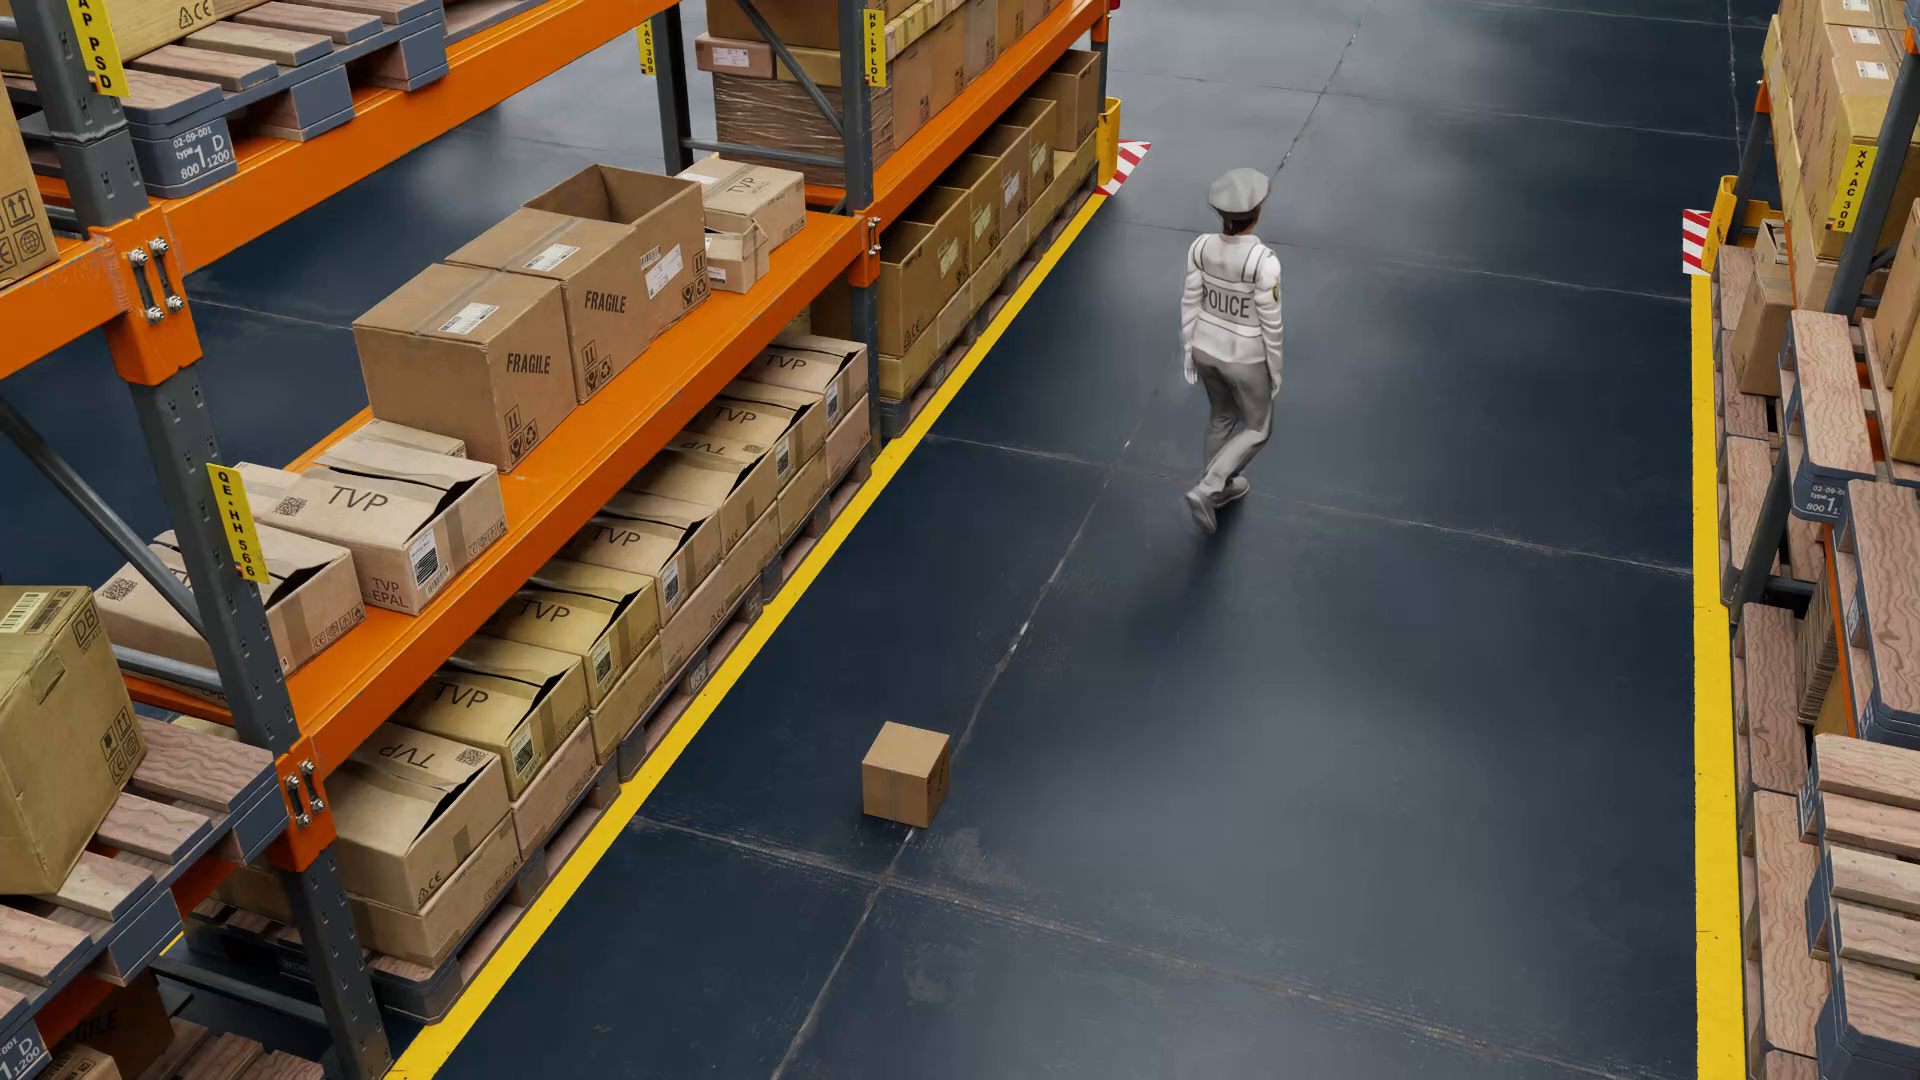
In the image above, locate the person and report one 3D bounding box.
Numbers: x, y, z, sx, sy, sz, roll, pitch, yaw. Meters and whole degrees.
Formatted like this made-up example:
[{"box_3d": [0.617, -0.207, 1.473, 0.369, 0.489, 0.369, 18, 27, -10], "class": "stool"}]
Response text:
[{"box_3d": [1.170, -0.807, 7.295, 0.485, 1.671, 0.664, 27, 42, 34], "class": "person"}]
